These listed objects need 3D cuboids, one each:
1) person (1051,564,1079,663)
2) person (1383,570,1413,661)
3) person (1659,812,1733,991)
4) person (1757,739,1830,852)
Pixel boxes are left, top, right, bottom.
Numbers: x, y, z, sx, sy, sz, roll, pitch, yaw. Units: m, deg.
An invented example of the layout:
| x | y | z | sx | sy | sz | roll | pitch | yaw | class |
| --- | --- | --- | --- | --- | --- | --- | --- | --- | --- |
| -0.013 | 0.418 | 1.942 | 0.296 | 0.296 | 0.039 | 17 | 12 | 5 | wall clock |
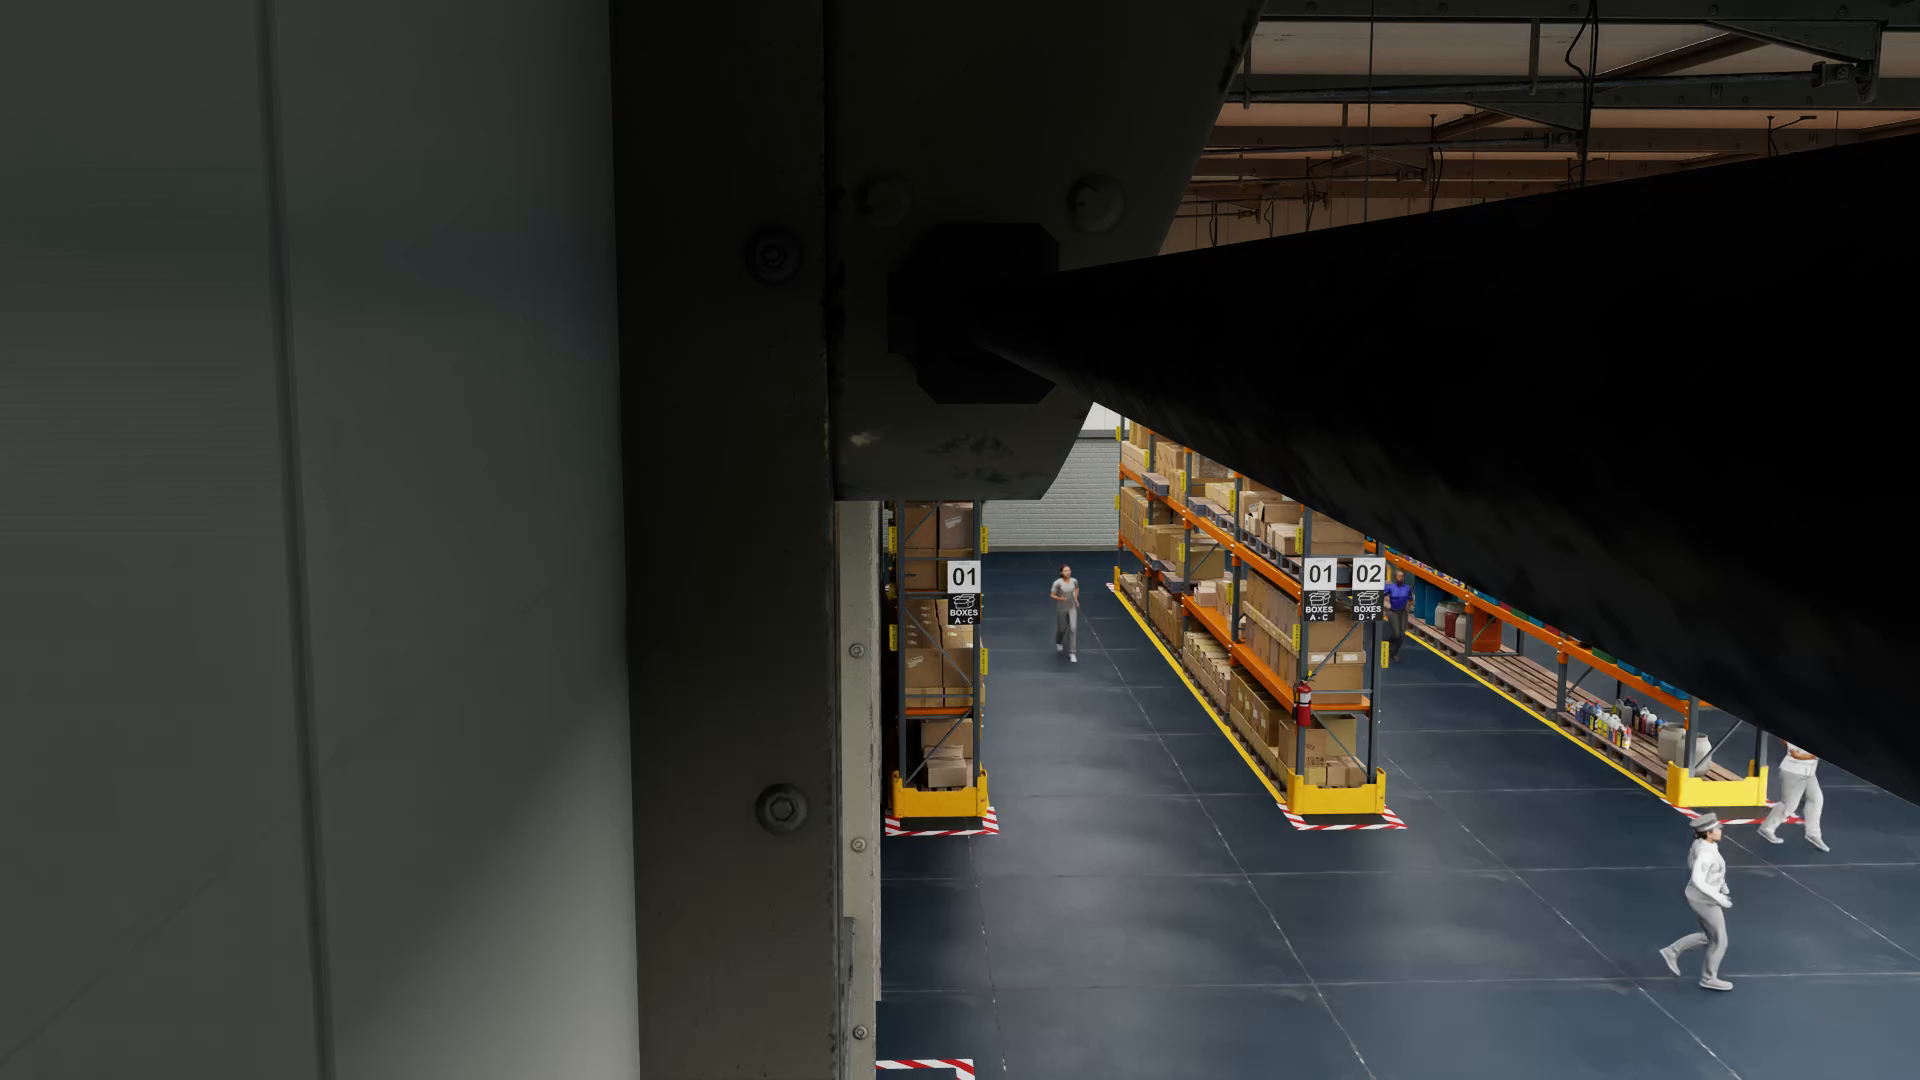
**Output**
| x | y | z | sx | sy | sz | roll | pitch | yaw | class |
| --- | --- | --- | --- | --- | --- | --- | --- | --- | --- |
| 1.872 | 1.258 | 29.493 | 0.566 | 1.684 | 0.956 | -2 | 8 | -12 | person |
| 7.672 | 1.339 | 29.128 | 0.560 | 1.617 | 0.592 | -1 | 8 | -8 | person |
| 6.857 | 3.319 | 15.329 | 0.590 | 1.664 | 0.632 | 2 | 9 | 17 | person |
| 9.711 | 2.744 | 19.273 | 0.748 | 1.717 | 0.606 | 6 | 10 | 36 | person |
